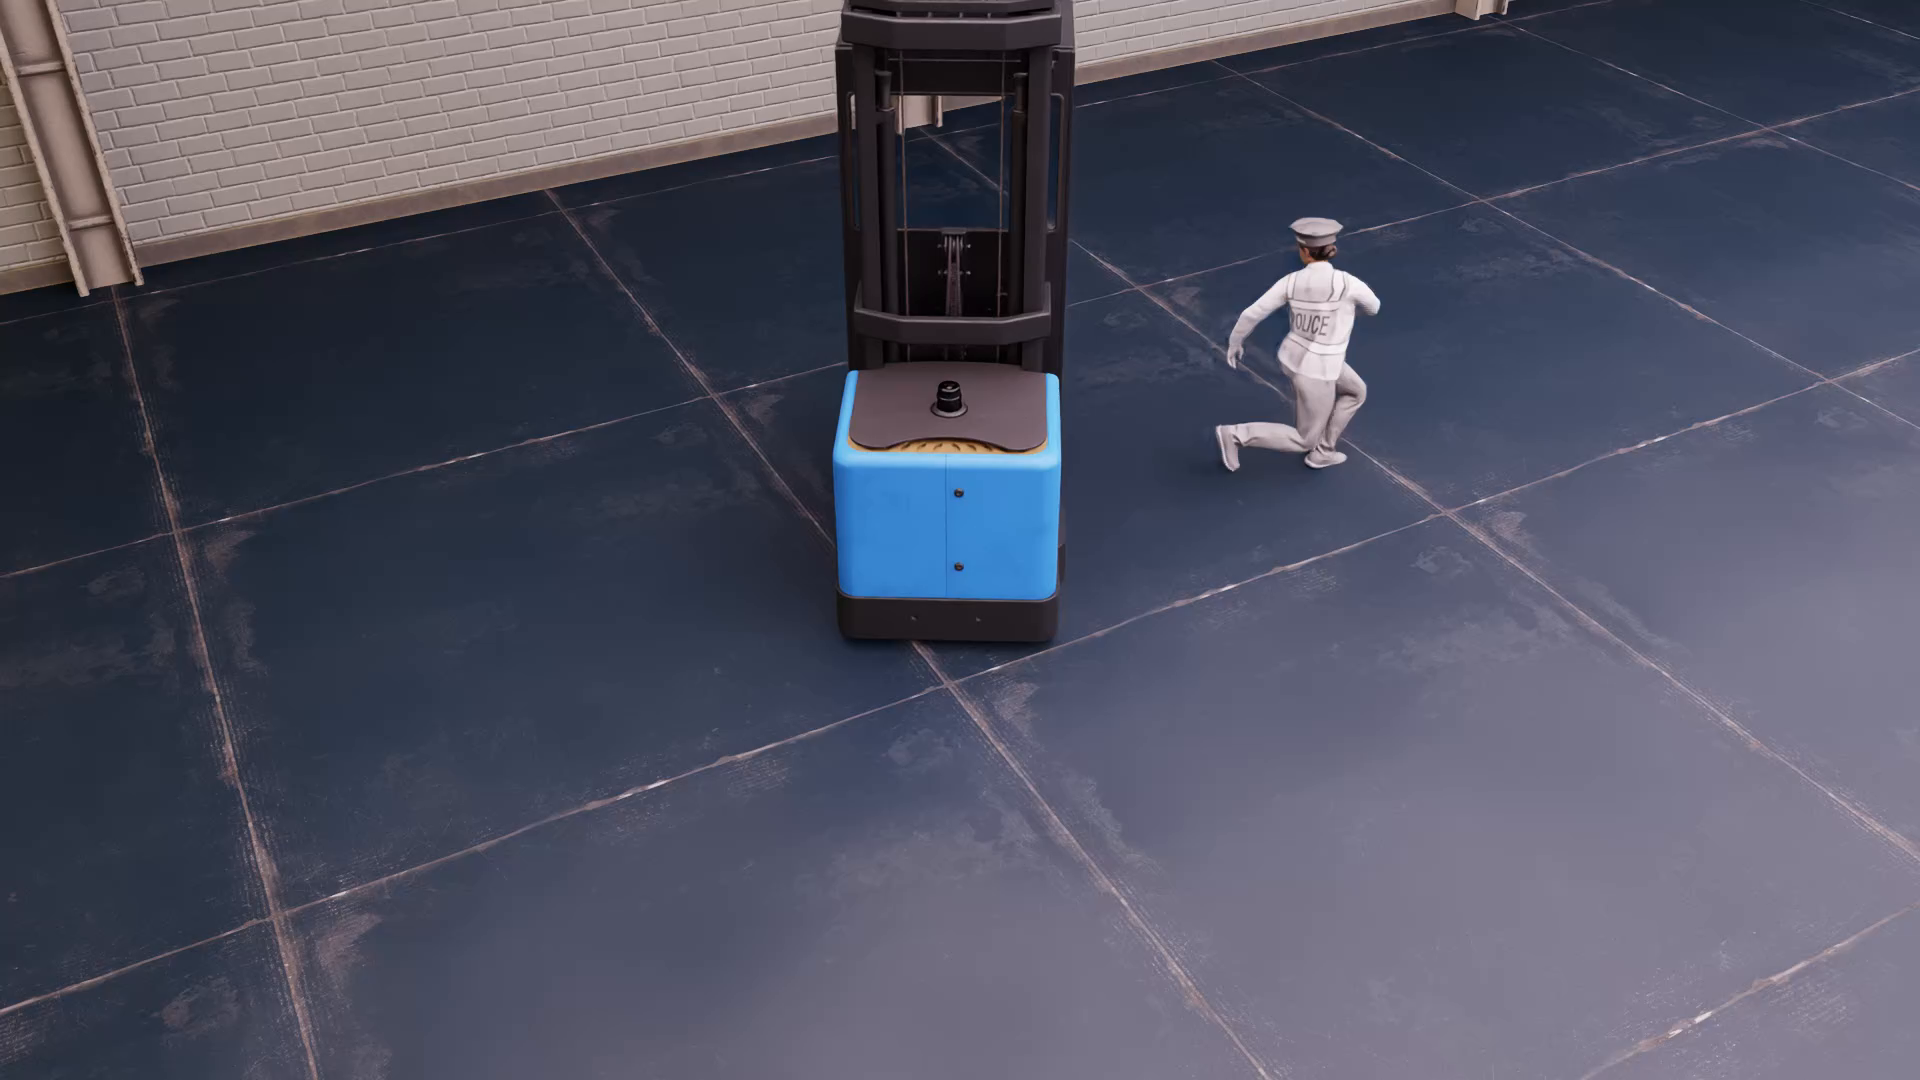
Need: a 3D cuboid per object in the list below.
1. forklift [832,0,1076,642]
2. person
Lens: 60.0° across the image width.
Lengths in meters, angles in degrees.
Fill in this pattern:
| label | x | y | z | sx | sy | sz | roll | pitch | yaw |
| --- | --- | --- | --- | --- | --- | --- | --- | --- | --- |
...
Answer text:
| label | x | y | z | sx | sy | sz | roll | pitch | yaw |
| --- | --- | --- | --- | --- | --- | --- | --- | --- | --- |
| forklift | -0.013 | -1.537 | 8.298 | 1.130 | 2.935 | 3.031 | 1 | 35 | 2 |
| person | 1.800 | -1.000 | 8.885 | 0.861 | 1.447 | 0.580 | -12 | 37 | -17 |
